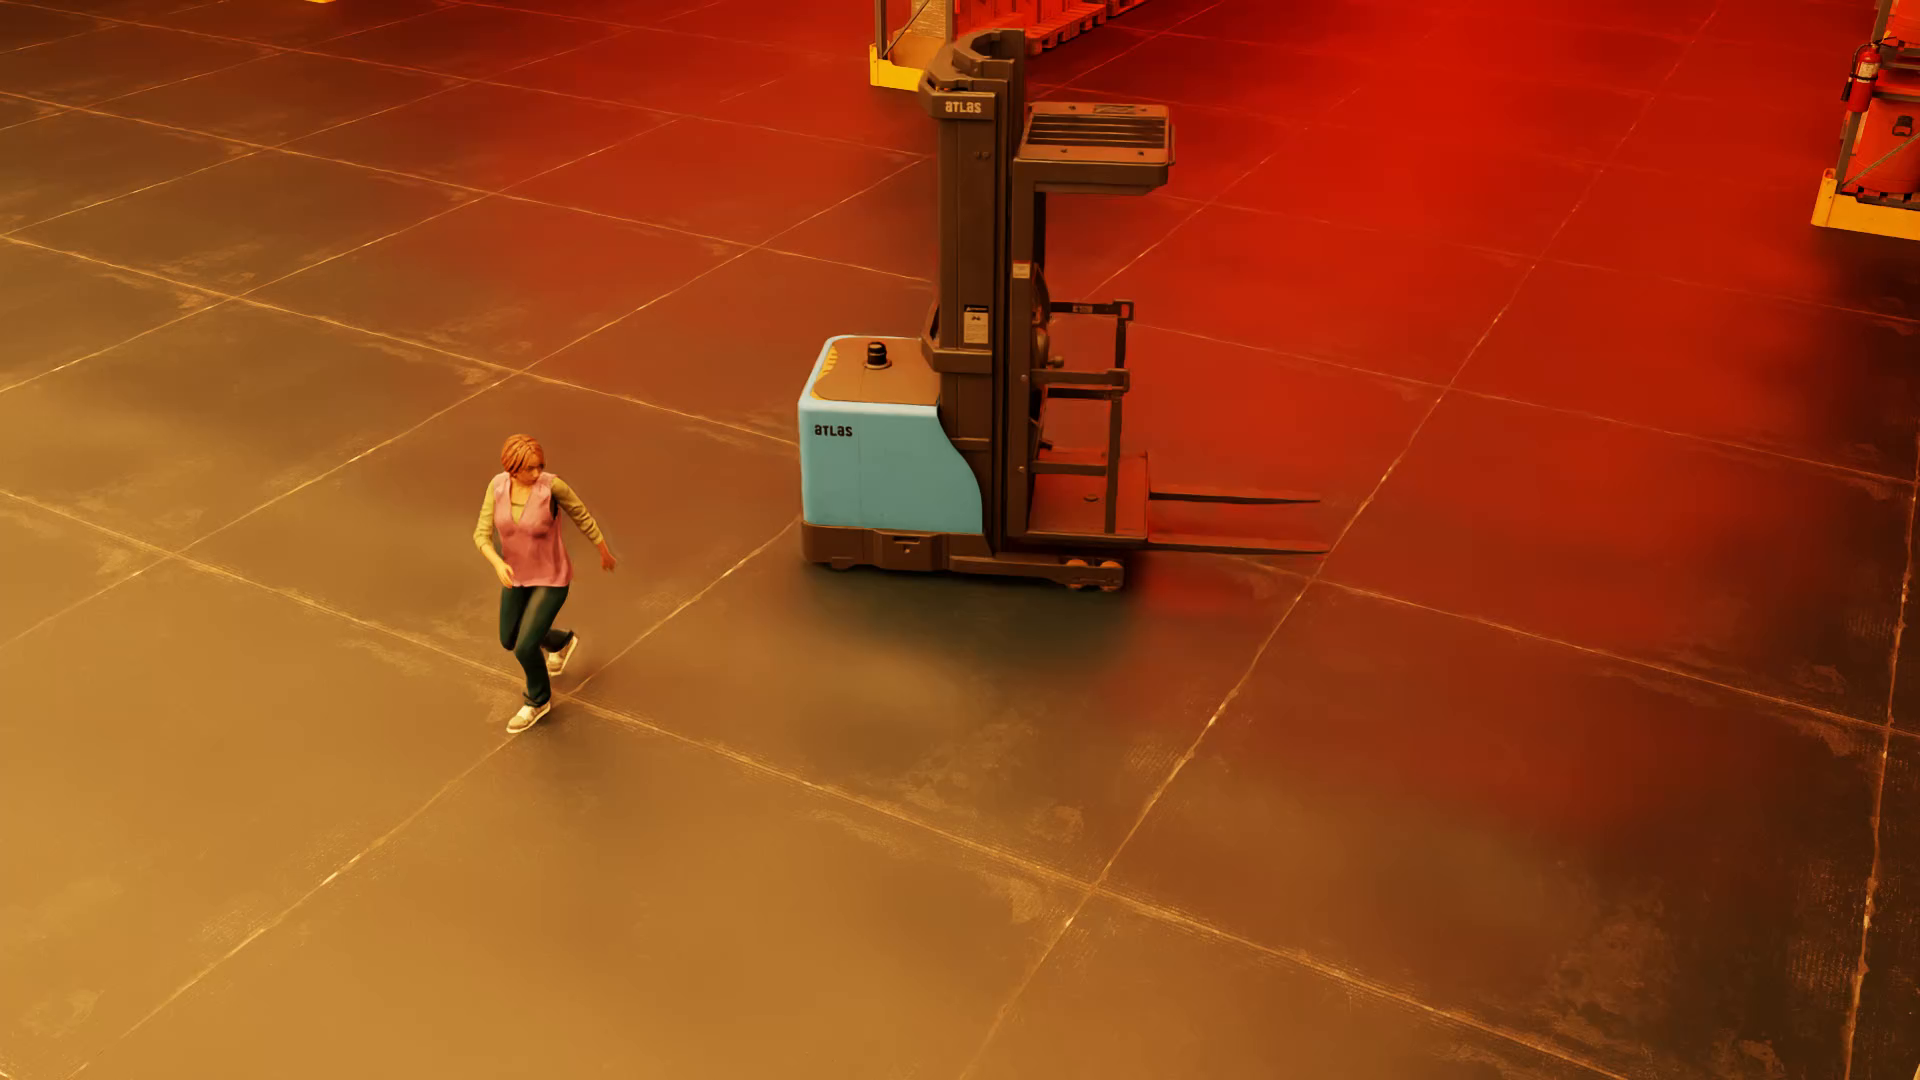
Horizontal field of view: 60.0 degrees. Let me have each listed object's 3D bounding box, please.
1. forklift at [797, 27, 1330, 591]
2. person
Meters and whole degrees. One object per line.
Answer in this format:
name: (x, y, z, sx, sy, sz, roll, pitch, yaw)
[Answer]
forklift: (0.633, -1.261, 9.255, 3.031, 2.935, 1.130, 3, 30, 5)
person: (-2.069, 0.177, 8.186, 0.494, 1.531, 0.659, 13, 33, 22)
